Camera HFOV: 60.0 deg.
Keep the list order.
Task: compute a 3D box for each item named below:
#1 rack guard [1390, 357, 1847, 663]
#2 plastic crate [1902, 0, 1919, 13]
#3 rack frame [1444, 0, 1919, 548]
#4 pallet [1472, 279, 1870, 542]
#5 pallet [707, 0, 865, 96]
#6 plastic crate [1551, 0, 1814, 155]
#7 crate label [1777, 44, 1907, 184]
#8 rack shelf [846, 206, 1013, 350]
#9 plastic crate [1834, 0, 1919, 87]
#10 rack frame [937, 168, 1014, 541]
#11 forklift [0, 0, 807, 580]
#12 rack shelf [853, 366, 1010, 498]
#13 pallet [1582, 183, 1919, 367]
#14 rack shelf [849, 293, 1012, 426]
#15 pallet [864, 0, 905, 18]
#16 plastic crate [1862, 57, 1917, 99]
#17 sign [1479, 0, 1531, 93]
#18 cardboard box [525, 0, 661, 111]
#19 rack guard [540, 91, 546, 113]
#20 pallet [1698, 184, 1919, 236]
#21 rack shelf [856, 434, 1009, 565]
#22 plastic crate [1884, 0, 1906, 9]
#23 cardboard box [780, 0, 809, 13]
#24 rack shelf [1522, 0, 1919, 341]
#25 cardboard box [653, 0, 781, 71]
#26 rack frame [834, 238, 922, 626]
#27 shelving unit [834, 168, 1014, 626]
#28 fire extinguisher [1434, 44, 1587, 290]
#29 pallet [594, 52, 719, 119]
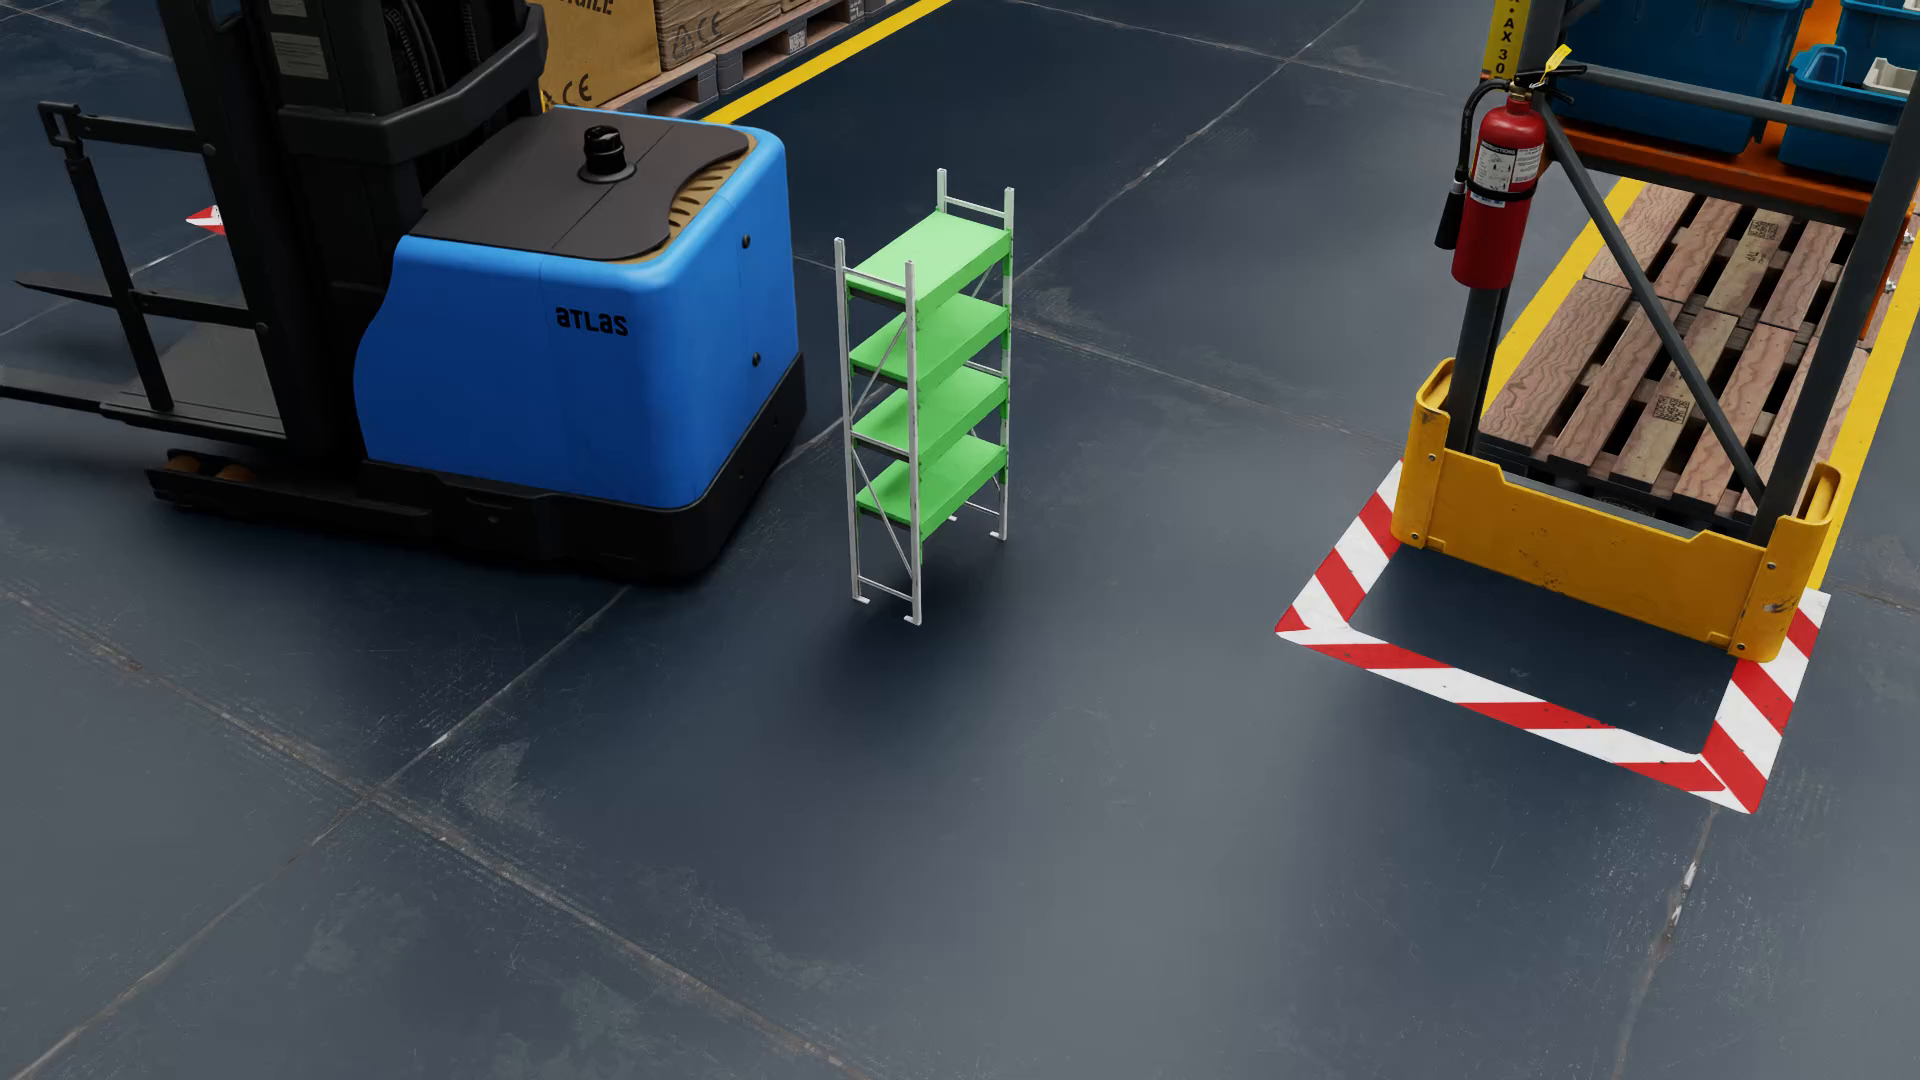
[{"bbox_3d":[1.928,-0.108,4.980,1.175,0.500,0.348,21,42,25],"label":"rack guard"},{"bbox_3d":[2.945,-1.541,4.959,0.250,0.136,0.298,21,42,25],"label":"plastic crate"},{"bbox_3d":[1.930,-1.114,4.239,1.000,3.000,0.127,21,42,25],"label":"rack frame"},{"bbox_3d":[2.404,-0.422,5.625,1.003,0.211,1.213,21,42,25],"label":"pallet"},{"bbox_3d":[-1.236,-2.694,8.572,1.003,0.211,1.213,21,42,25],"label":"pallet"},{"bbox_3d":[1.951,-1.386,4.513,0.616,0.435,0.499,21,42,25],"label":"plastic crate"},{"bbox_3d":[2.340,-1.091,4.297,0.416,0.233,0.303,21,42,25],"label":"crate label"},{"bbox_3d":[-0.089,-0.719,4.519,0.258,0.148,0.480,21,42,25],"label":"rack shelf"},{"bbox_3d":[2.693,-1.431,4.737,0.416,0.233,0.300,21,42,25],"label":"plastic crate"},{"bbox_3d":[0.042,-0.516,4.936,0.240,1.200,0.015,21,42,25],"label":"rack frame"},{"bbox_3d":[-2.101,-1.535,4.840,3.031,2.935,1.130,10,39,12],"label":"forklift"},{"bbox_3d":[-0.089,-0.339,4.812,0.258,0.148,0.480,21,42,25],"label":"rack shelf"},{"bbox_3d":[3.059,-1.049,6.438,1.003,0.211,1.213,21,42,25],"label":"pallet"},{"bbox_3d":[-0.089,-0.529,4.665,0.258,0.148,0.480,21,42,25],"label":"rack shelf"},{"bbox_3d":[-0.583,-3.326,9.391,1.003,0.211,1.213,21,42,25],"label":"pallet"},{"bbox_3d":[2.582,-1.191,4.506,0.250,0.136,0.298,21,42,25],"label":"plastic crate"},{"bbox_3d":[1.457,-1.350,4.411,0.100,0.325,0.005,21,42,25],"label":"sign"},{"bbox_3d":[-1.977,-2.415,7.323,0.875,0.875,0.875,21,42,25],"label":"cardboard box"},{"bbox_3d":[-2.265,-1.732,7.087,1.175,0.500,0.348,21,42,25],"label":"rack guard"},{"bbox_3d":[3.712,-1.680,7.257,1.003,0.211,1.213,21,42,25],"label":"pallet"},{"bbox_3d":[-0.089,-0.149,4.959,0.258,0.148,0.480,21,42,25],"label":"rack shelf"},{"bbox_3d":[3.045,-1.770,5.177,0.416,0.233,0.300,21,42,25],"label":"plastic crate"},{"bbox_3d":[-1.013,-3.343,8.526,0.875,0.875,0.875,21,42,25],"label":"cardboard box"},{"bbox_3d":[3.001,-1.860,5.796,1.077,0.370,4.000,21,42,25],"label":"rack shelf"},{"bbox_3d":[-1.490,-2.884,7.931,0.875,0.875,0.875,21,42,25],"label":"cardboard box"},{"bbox_3d":[-0.219,-0.264,4.610,0.240,1.200,0.015,21,42,25],"label":"rack frame"},{"bbox_3d":[-0.089,-0.390,4.773,0.258,1.200,0.503,21,42,25],"label":"shelving unit"},{"bbox_3d":[1.465,-1.007,4.468,0.296,0.674,0.183,21,42,25],"label":"fire extinguisher"},{"bbox_3d":[-1.890,-2.068,7.759,1.003,0.211,1.213,21,42,25],"label":"pallet"}]
